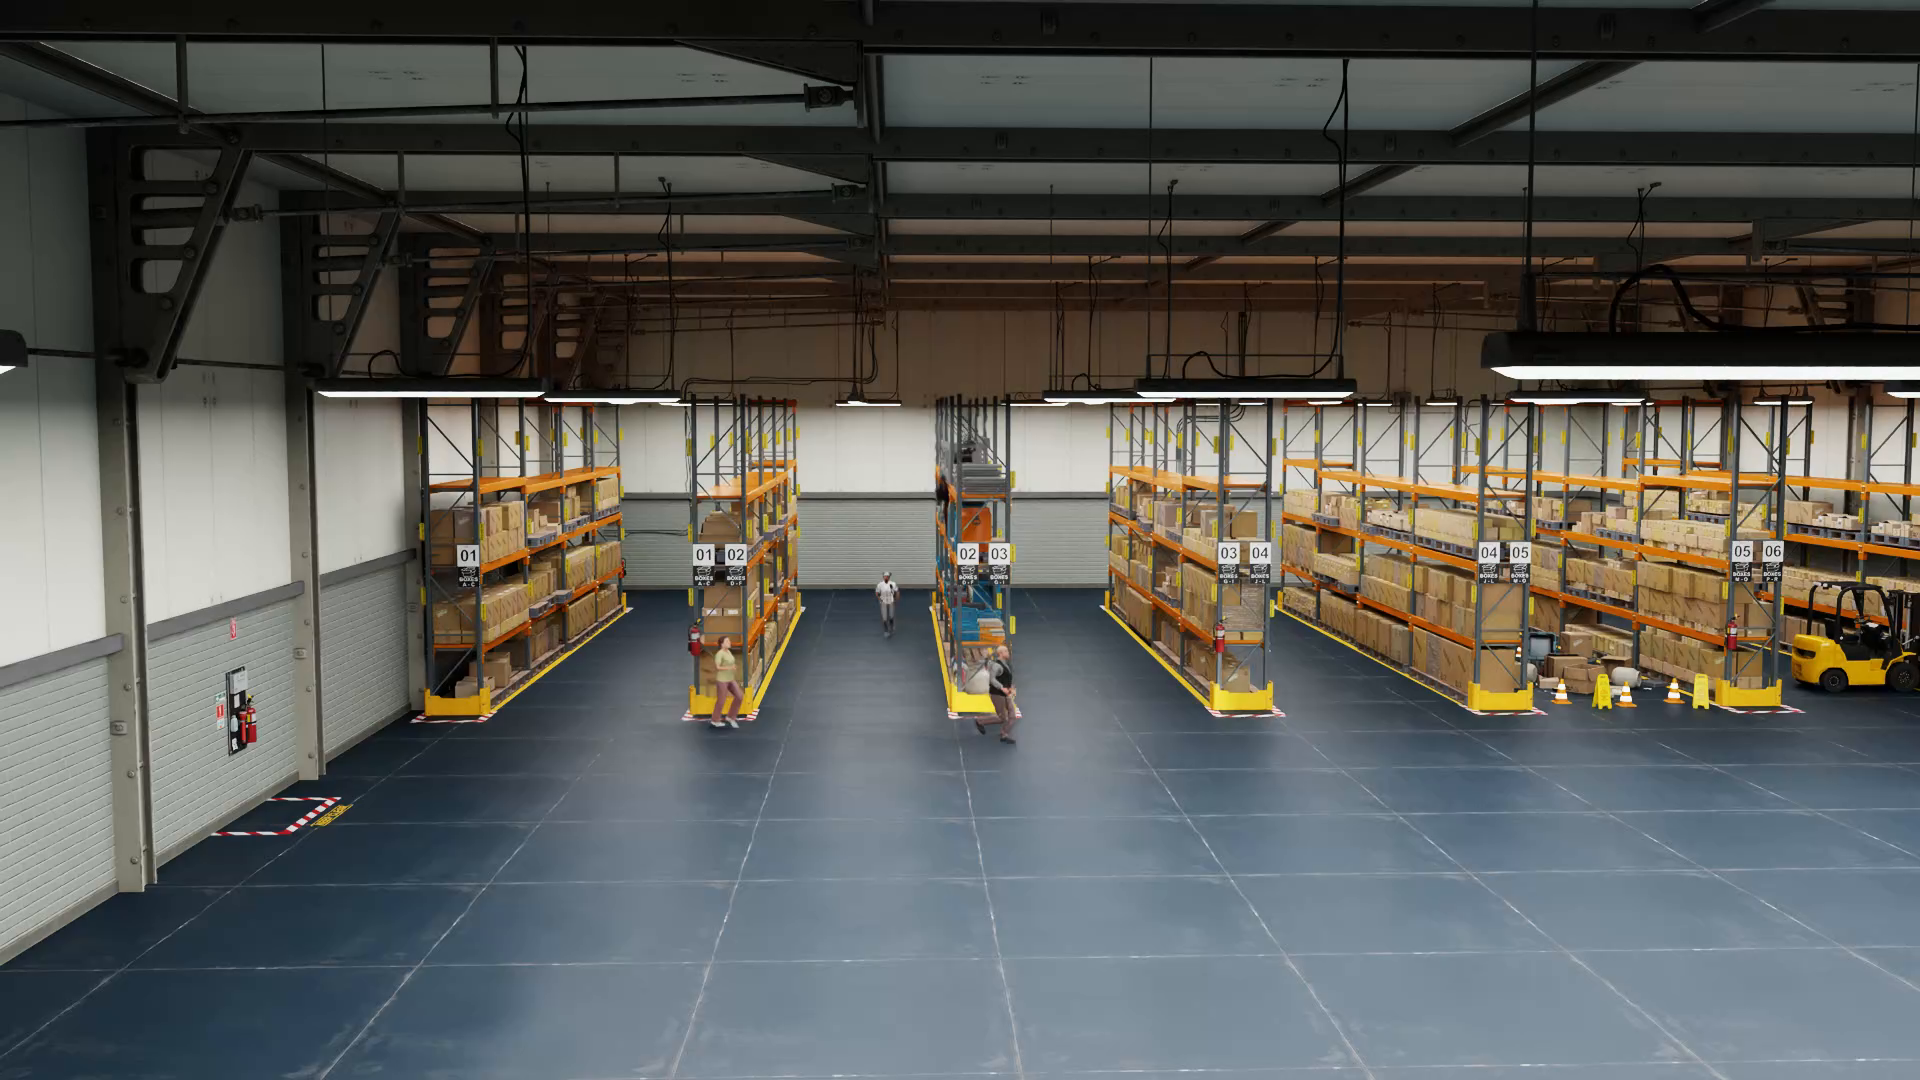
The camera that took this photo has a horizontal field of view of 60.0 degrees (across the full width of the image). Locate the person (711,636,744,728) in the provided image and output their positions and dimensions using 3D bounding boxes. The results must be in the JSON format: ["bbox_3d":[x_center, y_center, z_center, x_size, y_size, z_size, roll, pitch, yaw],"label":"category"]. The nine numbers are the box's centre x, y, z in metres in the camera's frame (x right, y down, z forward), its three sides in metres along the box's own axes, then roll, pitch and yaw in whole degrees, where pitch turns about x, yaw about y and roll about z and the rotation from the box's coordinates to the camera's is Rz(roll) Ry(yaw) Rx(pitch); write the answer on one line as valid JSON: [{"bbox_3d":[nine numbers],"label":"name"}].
[{"bbox_3d":[-4.193,2.549,29.827,0.659,1.686,0.589,3,5,29],"label":"person"}]

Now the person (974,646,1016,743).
[{"bbox_3d":[0.637,2.642,28.563,0.738,1.680,0.650,2,5,23],"label":"person"}]

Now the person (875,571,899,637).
[{"bbox_3d":[-1.852,1.604,41.911,0.597,1.667,0.539,0,5,-4],"label":"person"}]

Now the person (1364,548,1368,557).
[{"bbox_3d":[11.340,1.145,46.659,0.649,1.834,0.803,-1,5,-12],"label":"person"}]
